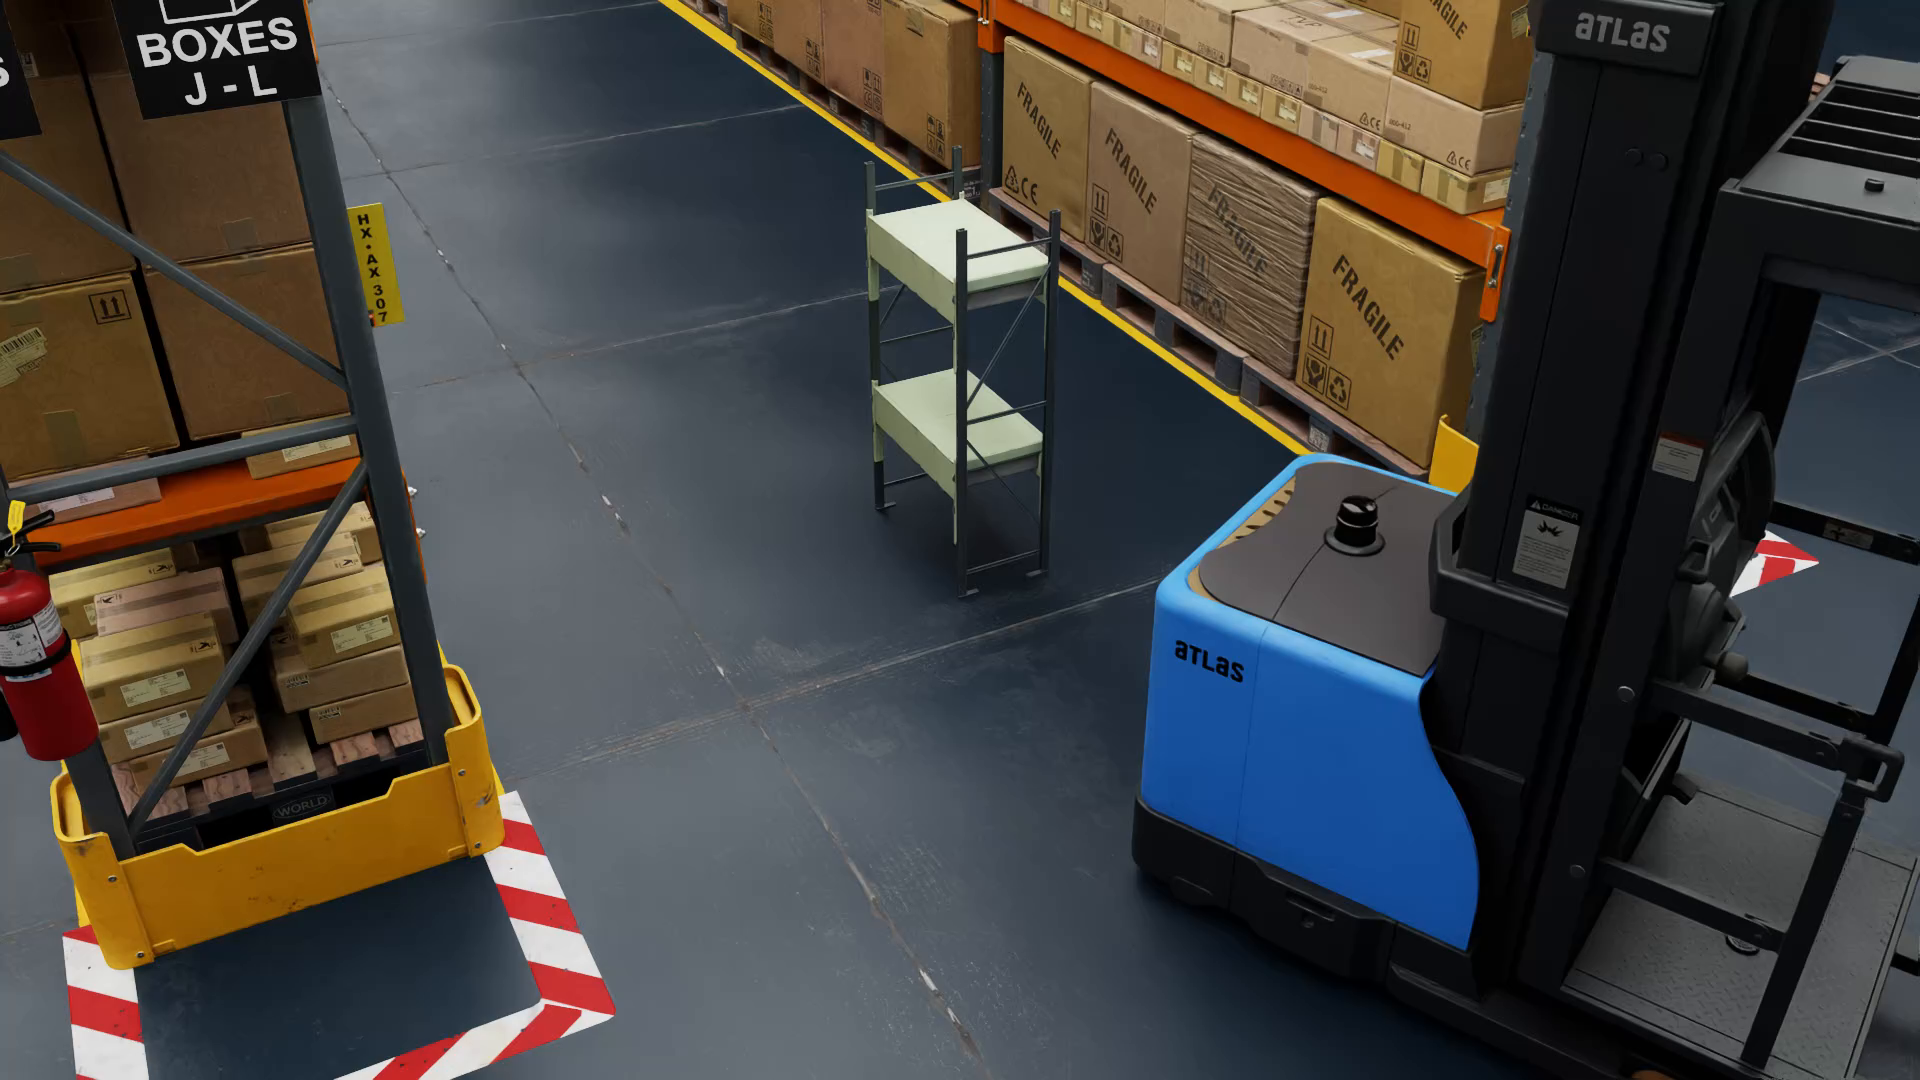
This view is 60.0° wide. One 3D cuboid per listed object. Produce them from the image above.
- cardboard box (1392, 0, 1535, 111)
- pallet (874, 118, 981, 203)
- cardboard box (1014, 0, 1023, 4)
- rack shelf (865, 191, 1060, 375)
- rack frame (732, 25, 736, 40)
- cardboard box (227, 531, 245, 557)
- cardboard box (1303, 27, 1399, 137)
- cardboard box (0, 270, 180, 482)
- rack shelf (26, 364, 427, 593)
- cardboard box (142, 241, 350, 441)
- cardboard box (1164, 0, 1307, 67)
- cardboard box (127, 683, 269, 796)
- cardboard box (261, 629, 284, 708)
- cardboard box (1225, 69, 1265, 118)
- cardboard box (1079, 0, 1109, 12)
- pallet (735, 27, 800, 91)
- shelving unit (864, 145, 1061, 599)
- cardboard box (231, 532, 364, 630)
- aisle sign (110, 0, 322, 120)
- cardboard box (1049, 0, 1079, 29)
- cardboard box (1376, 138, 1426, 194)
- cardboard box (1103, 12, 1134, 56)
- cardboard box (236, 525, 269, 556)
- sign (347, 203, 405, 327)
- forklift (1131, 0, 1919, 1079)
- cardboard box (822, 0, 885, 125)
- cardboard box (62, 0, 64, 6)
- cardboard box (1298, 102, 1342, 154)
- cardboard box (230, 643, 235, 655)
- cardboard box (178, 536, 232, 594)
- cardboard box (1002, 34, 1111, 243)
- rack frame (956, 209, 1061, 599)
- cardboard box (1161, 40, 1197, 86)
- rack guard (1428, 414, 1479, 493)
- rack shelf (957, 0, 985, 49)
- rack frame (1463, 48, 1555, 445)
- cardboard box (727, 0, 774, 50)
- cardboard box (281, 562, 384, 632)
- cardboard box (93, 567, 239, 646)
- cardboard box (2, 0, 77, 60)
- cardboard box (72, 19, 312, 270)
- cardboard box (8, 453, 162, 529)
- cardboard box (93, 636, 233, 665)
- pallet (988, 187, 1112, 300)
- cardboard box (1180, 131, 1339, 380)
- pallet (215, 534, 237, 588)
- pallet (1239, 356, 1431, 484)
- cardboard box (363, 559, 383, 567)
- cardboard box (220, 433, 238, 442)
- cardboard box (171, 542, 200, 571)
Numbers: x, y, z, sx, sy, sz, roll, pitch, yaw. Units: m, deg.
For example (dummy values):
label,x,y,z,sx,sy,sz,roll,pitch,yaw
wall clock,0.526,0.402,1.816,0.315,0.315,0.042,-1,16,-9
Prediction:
label,x,y,z,sx,sy,sz,roll,pitch,yaw
cardboard box,1.993,-1.943,6.170,0.500,0.500,0.500,-15,36,-23
pallet,0.162,-2.483,10.430,1.003,0.211,1.213,-16,36,-23
cardboard box,0.432,-2.977,8.849,0.380,0.149,0.250,-16,36,-23
rack shelf,-0.003,-0.963,6.140,0.431,0.370,0.720,-16,36,-23
rack frame,-1.277,-5.217,12.112,1.000,3.000,0.127,-16,36,-23
cardboard box,-2.501,-0.108,6.115,0.380,0.149,0.250,-18,37,-25
cardboard box,1.756,-1.868,6.748,0.500,0.250,0.500,-17,36,-24
cardboard box,-2.419,-0.516,4.407,0.500,0.500,0.500,-15,36,-22
rack shelf,-2.914,-0.851,5.964,1.077,0.370,4.000,-16,36,-23
cardboard box,-1.947,-0.650,4.616,0.500,0.500,0.500,-14,35,-21
cardboard box,1.272,-2.358,7.513,0.500,0.250,0.500,-16,36,-23
cardboard box,-2.412,0.625,5.247,0.380,0.149,0.250,-15,36,-22
cardboard box,-2.137,0.389,5.615,0.380,0.149,0.250,-16,36,-23
cardboard box,1.397,-1.991,7.309,0.380,0.149,0.250,-16,36,-23
cardboard box,0.803,-2.841,8.267,0.500,0.250,0.500,-16,36,-23
pallet,-0.976,-3.647,12.247,1.003,0.211,1.213,-16,36,-23
shelving unit,-0.003,-0.635,6.350,0.431,1.500,0.755,-16,36,-23
cardboard box,-2.161,0.137,5.458,0.380,0.149,0.250,-15,36,-22
aisle sign,-1.682,-1.335,3.643,0.394,0.787,0.004,-16,36,-23
cardboard box,0.678,-2.726,8.457,0.380,0.149,0.250,-15,35,-22
cardboard box,1.873,-1.504,6.549,0.380,0.149,0.250,-15,36,-23
cardboard box,0.921,-2.479,8.072,0.380,0.149,0.250,-16,36,-24
cardboard box,-2.354,-0.113,5.848,0.380,0.149,0.250,-18,37,-25
sign,-1.502,-0.700,4.260,0.100,0.325,0.005,-16,36,-23
forklift,2.021,0.049,3.957,3.031,2.935,1.130,21,38,29
cardboard box,-0.145,-3.316,10.726,1.225,0.875,0.875,-17,36,-25
cardboard box,-3.597,-2.176,6.071,0.500,0.500,0.500,-17,36,-25
cardboard box,1.641,-1.744,6.924,0.380,0.149,0.250,-15,36,-22
cardboard box,-2.668,0.380,5.629,0.380,0.149,0.250,-16,36,-23
cardboard box,-2.759,0.117,5.764,0.380,0.149,0.250,-16,36,-24
cardboard box,0.825,-2.255,9.069,0.875,0.875,0.875,-16,36,-23
rack frame,0.168,-0.460,6.078,0.400,1.500,0.023,-16,36,-23
cardboard box,1.160,-2.233,7.688,0.380,0.149,0.250,-17,36,-24
rack guard,2.464,-0.335,6.809,1.175,0.500,0.348,-16,36,-23
rack shelf,-0.344,-3.959,10.816,1.077,0.370,4.000,-16,36,-23
rack frame,2.453,-1.399,6.153,1.000,3.000,0.127,-16,36,-23
cardboard box,-0.974,-4.164,12.049,1.225,0.875,0.875,-18,37,-25
cardboard box,-2.077,0.239,5.573,0.380,0.149,0.250,-16,36,-23
cardboard box,-2.519,0.250,5.280,0.380,0.149,0.250,-15,36,-22
cardboard box,-2.651,-1.185,4.524,0.500,0.500,0.500,-17,36,-25
cardboard box,-1.956,-1.069,4.342,0.500,0.500,0.500,-16,36,-23
cardboard box,-2.384,-0.178,4.480,0.380,0.149,0.250,-16,36,-23
cardboard box,-2.555,0.381,5.353,0.380,0.149,0.250,-17,36,-24
pallet,0.873,-1.751,9.287,1.003,0.211,1.213,-16,36,-23
cardboard box,1.660,-1.400,7.736,0.875,0.875,0.875,-16,36,-23
pallet,-2.930,-0.040,6.616,1.003,0.211,1.213,-16,36,-23
pallet,2.011,-0.586,7.470,1.003,0.211,1.213,-16,36,-23
cardboard box,-2.282,0.123,6.031,0.380,0.149,0.250,-15,36,-23
cardboard box,-1.998,-0.442,4.892,0.380,0.149,0.250,-15,35,-21
cardboard box,-2.817,0.019,5.641,0.380,0.149,0.250,-17,37,-25
